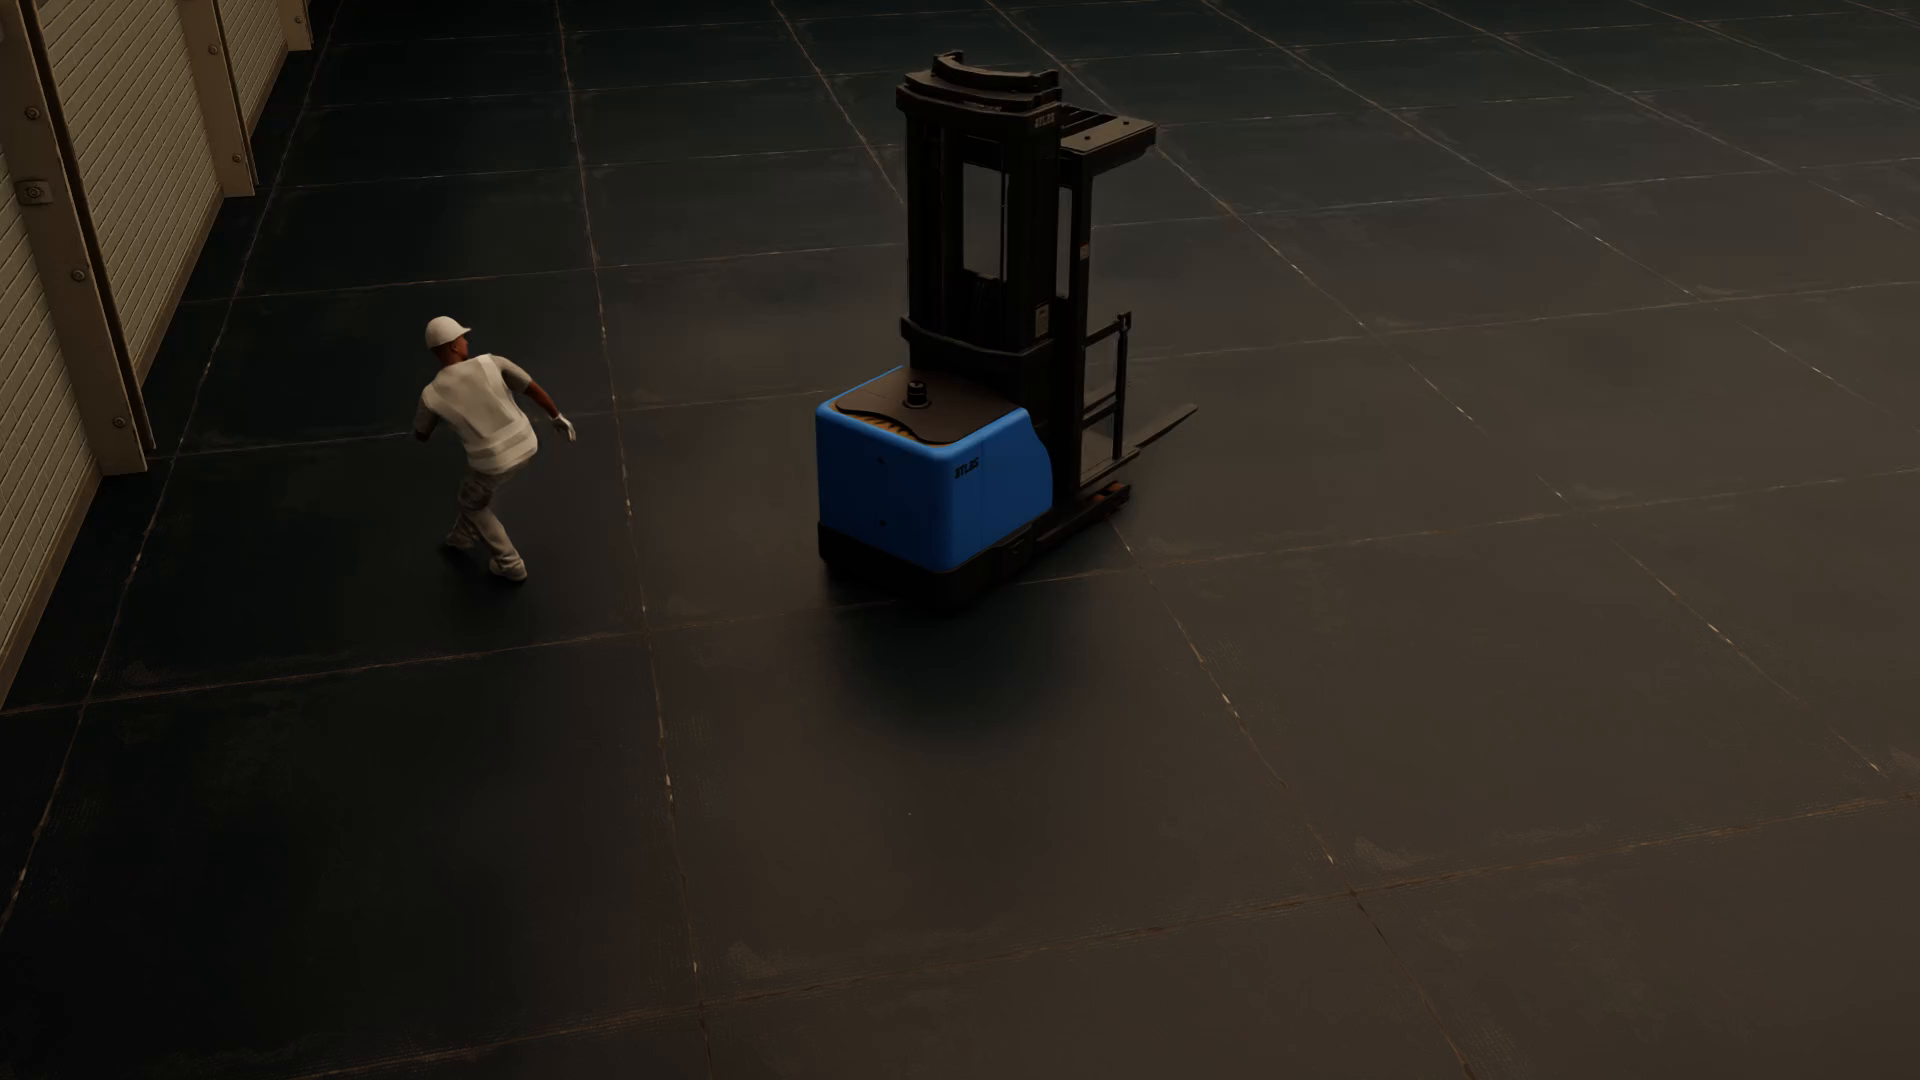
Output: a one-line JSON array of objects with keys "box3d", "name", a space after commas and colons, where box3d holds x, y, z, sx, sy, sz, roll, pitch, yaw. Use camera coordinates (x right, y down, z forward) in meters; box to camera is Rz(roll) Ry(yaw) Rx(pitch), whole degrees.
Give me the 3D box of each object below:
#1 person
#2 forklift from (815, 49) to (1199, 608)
[{"box3d": [-2.838, -0.608, 9.937, 0.800, 1.609, 0.823, -26, 39, -37], "name": "person"}, {"box3d": [0.460, -1.539, 10.233, 1.130, 2.935, 3.031, 22, 37, 33], "name": "forklift"}]
